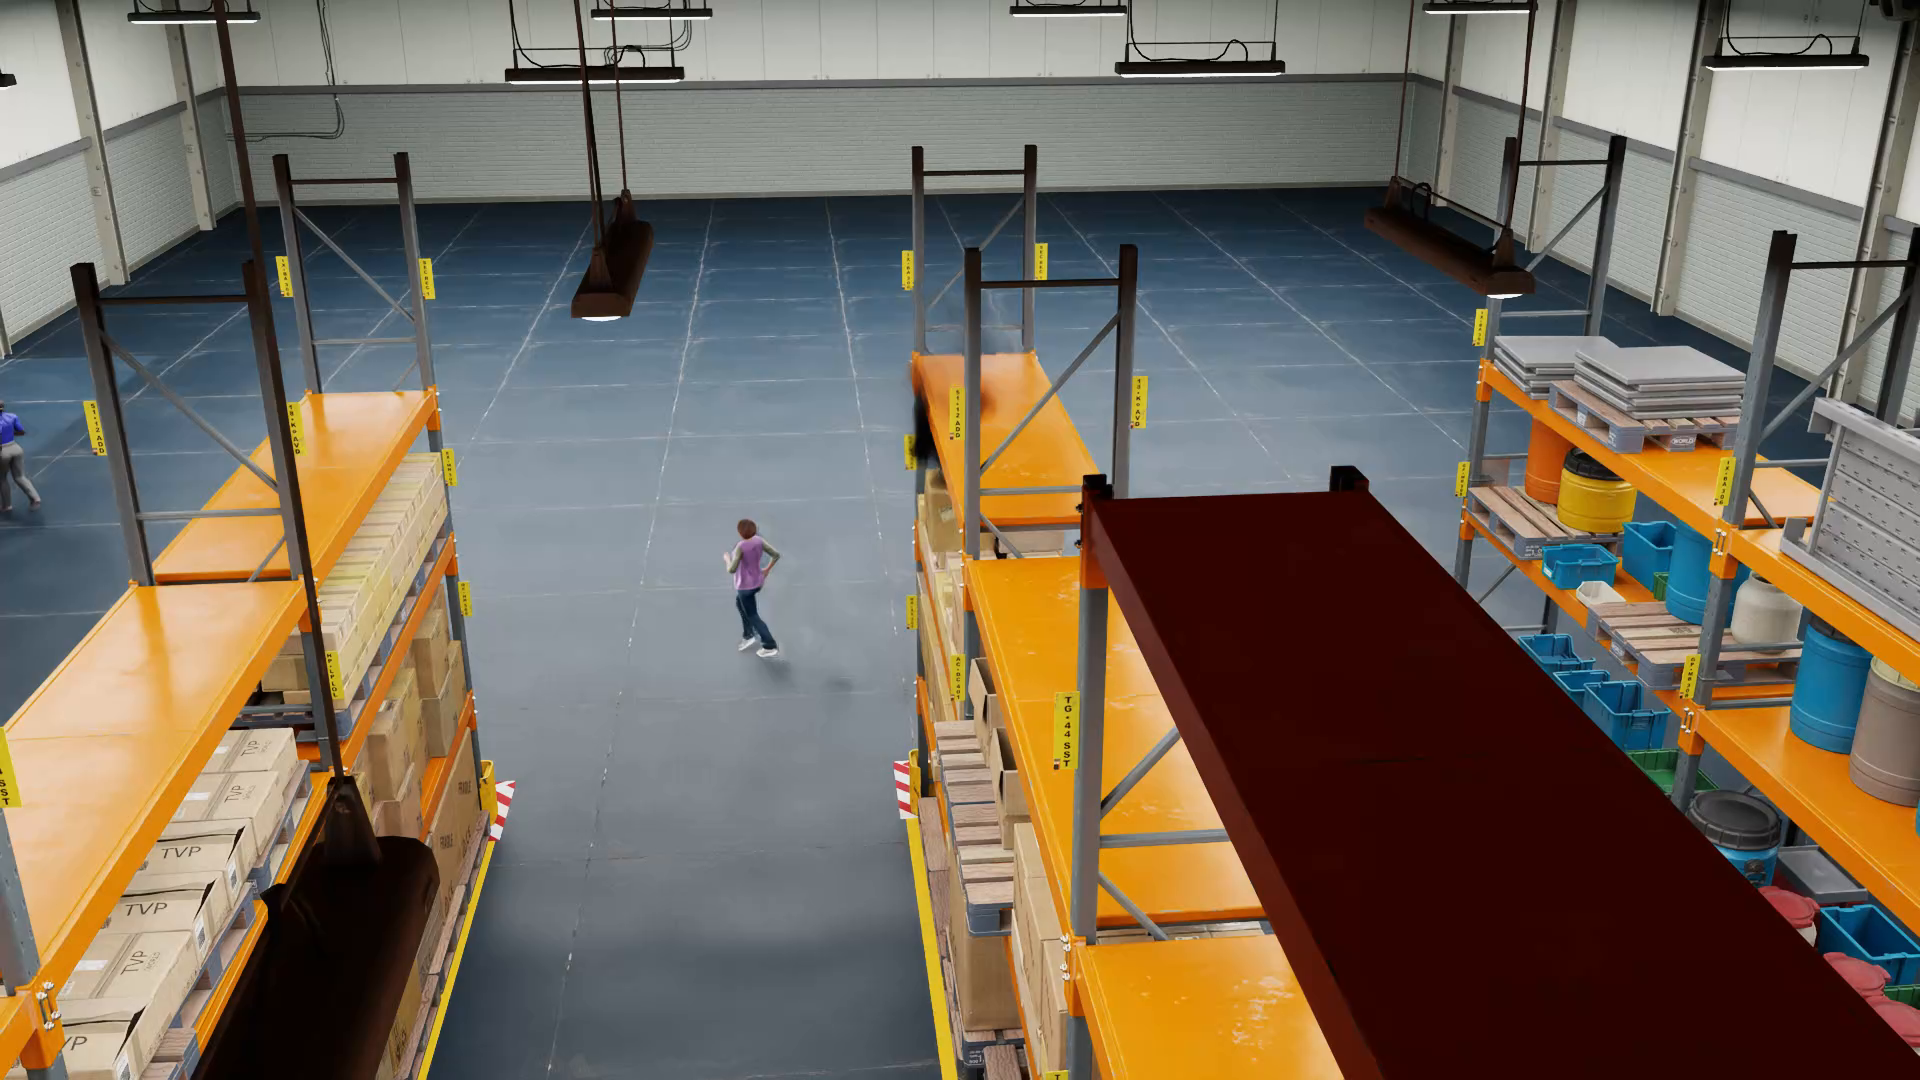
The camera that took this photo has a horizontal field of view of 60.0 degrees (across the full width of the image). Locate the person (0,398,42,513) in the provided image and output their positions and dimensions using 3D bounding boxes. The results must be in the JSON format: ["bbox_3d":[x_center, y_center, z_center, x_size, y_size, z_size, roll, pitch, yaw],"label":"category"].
[{"bbox_3d":[-12.698,-1.111,22.181,0.920,1.658,0.581,14,26,31],"label":"person"}]

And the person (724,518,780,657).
[{"bbox_3d":[-2.280,0.532,18.125,0.717,1.646,0.500,12,25,28],"label":"person"}]
